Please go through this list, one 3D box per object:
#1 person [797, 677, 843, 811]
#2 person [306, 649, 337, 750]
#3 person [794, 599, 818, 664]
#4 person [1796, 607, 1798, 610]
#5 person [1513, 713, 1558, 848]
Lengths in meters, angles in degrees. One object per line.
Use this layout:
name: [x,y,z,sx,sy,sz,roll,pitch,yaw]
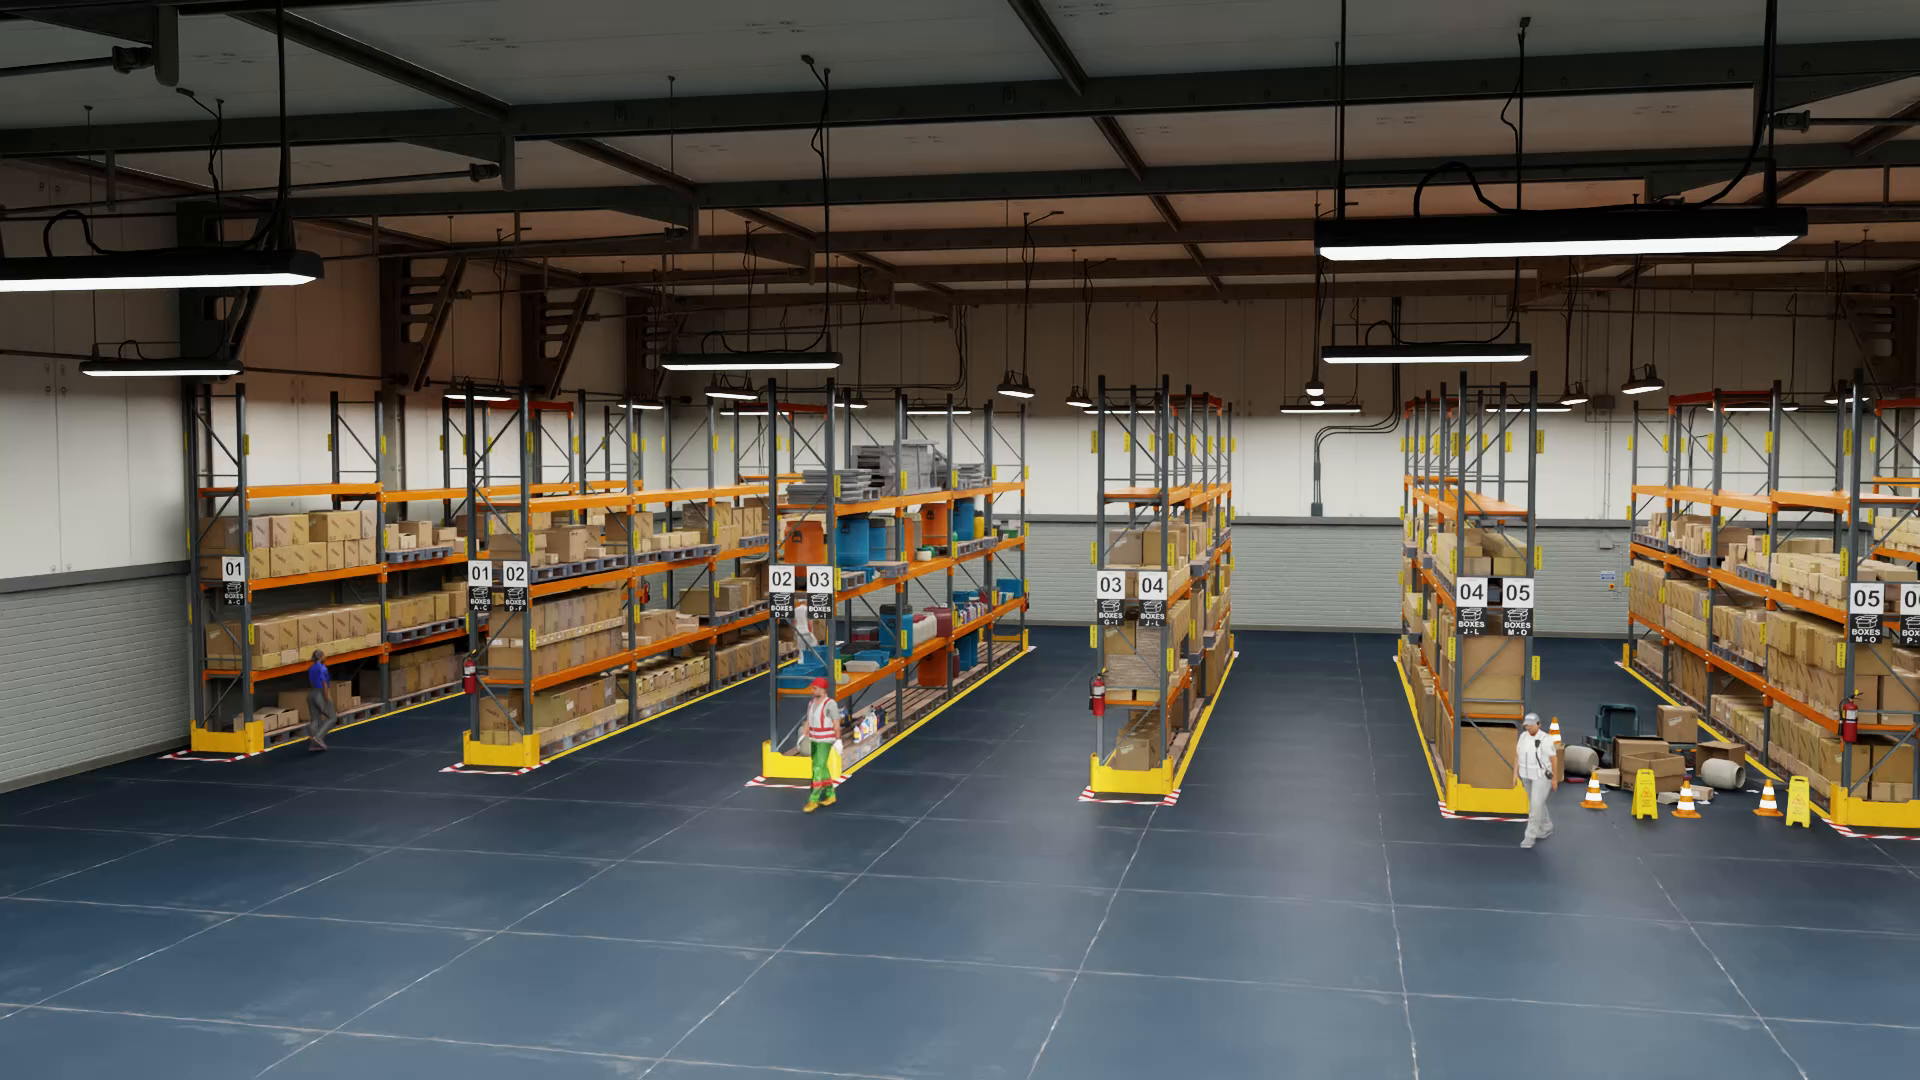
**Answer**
person: [-2.003,2.789,22.888,0.751,1.778,0.597,-3,4,-41]
person: [-10.484,2.616,27.184,0.547,1.641,0.467,2,4,31]
person: [-3.392,2.049,36.004,0.579,1.781,0.503,1,4,23]
person: [17.737,2.165,35.329,0.459,1.693,0.560,-1,3,-15]
person: [7.188,2.975,20.844,0.921,1.617,0.525,-2,4,-32]
